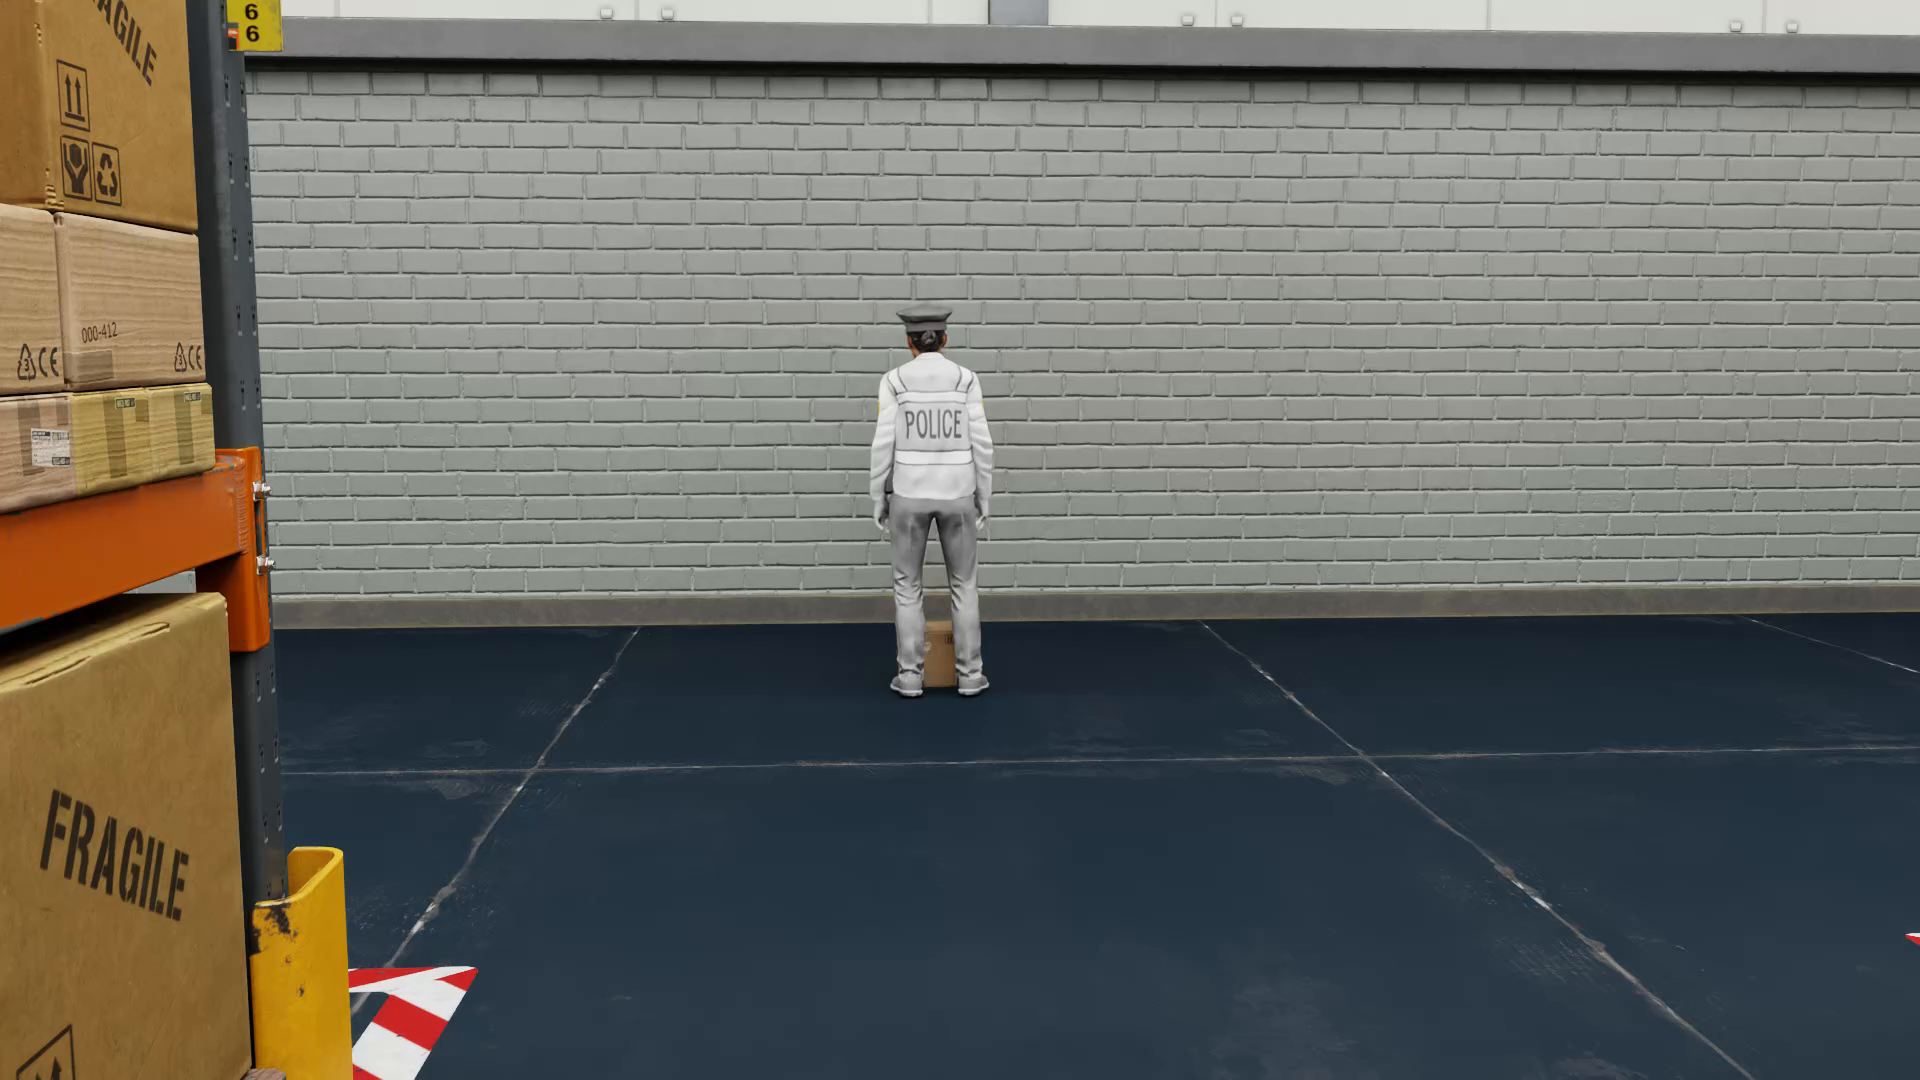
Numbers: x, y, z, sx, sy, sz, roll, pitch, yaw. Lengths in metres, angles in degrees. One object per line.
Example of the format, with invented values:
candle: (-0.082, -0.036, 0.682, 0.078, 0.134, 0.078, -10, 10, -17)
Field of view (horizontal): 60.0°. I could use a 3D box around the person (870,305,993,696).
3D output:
person: (-0.123, -0.163, 7.074, 0.522, 1.662, 0.371, -1, 7, -6)
